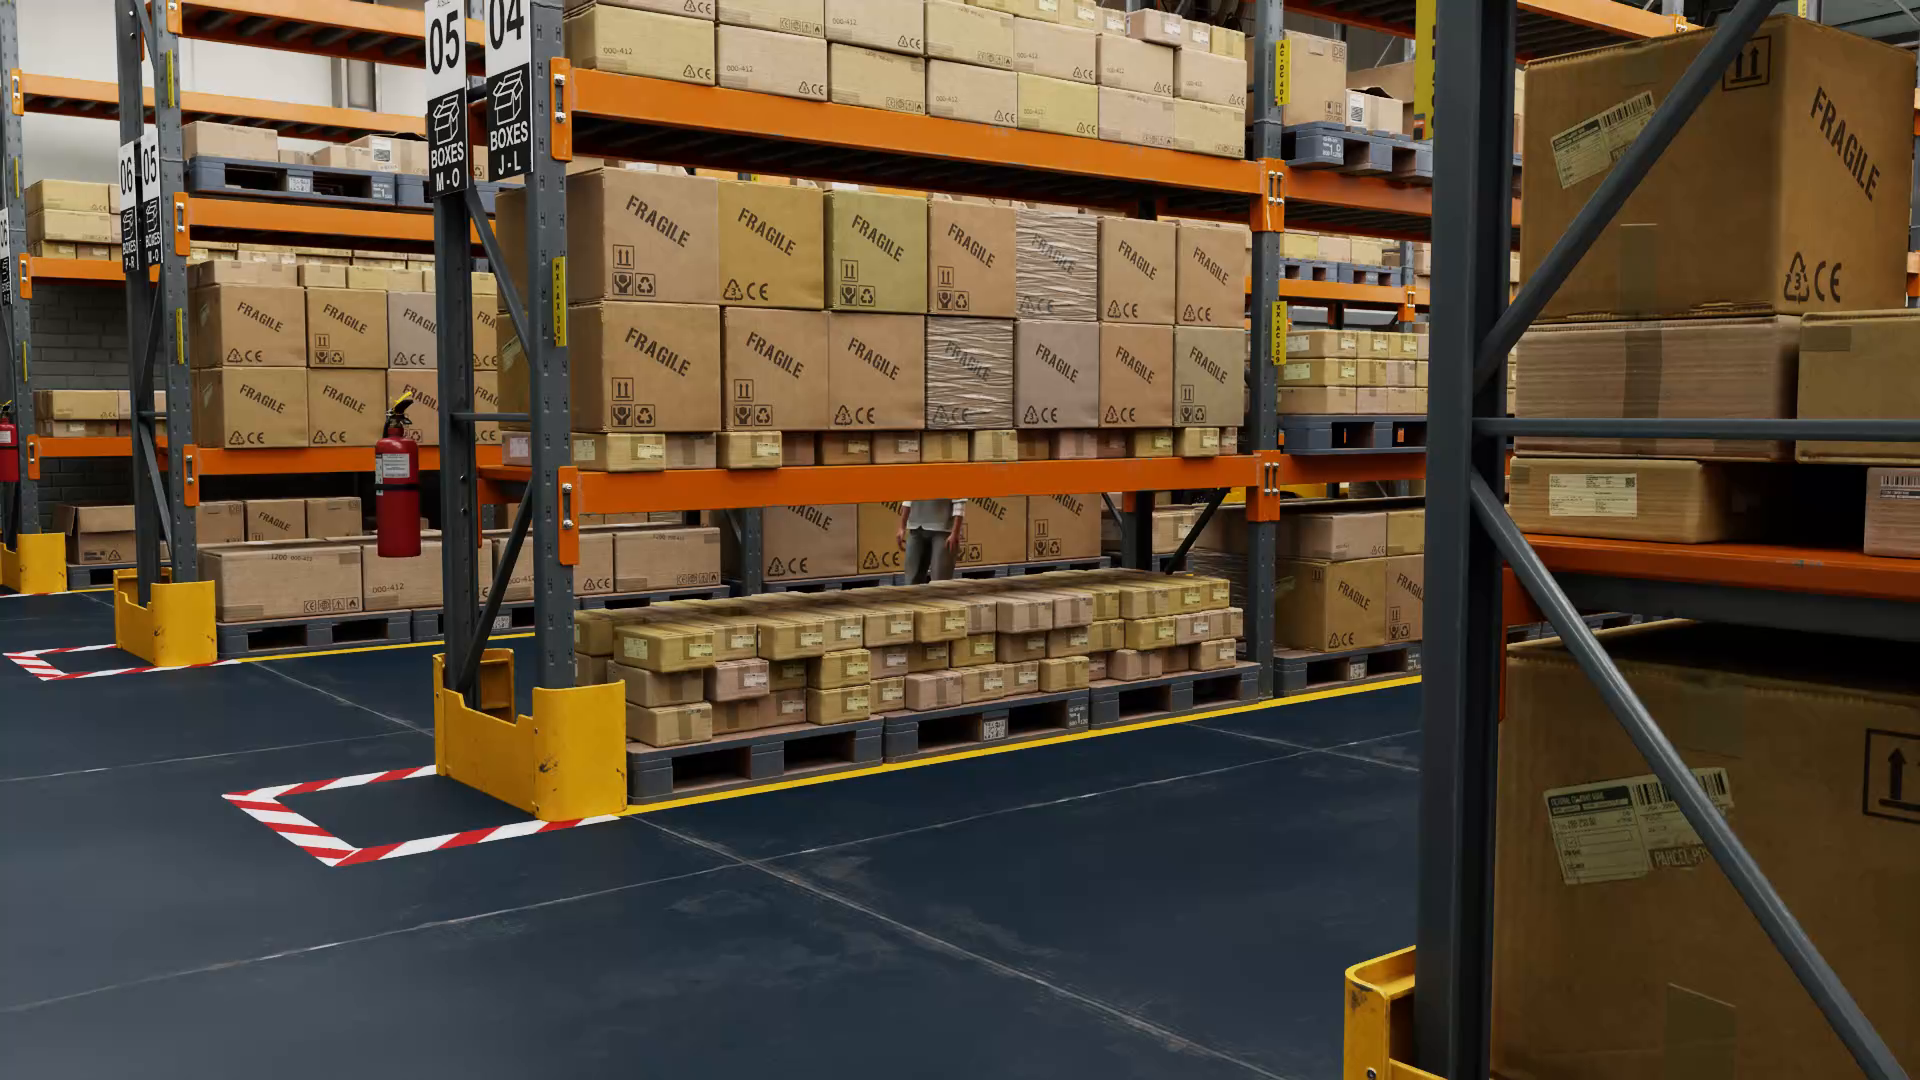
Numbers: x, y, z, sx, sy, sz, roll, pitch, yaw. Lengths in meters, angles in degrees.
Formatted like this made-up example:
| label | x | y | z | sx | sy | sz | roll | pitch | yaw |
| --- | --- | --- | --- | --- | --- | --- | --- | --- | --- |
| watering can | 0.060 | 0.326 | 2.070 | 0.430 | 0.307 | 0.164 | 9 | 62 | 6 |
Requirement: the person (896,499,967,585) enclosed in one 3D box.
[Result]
| label | x | y | z | sx | sy | sz | roll | pitch | yaw |
| --- | --- | --- | --- | --- | --- | --- | --- | --- | --- |
| person | -0.170 | -0.024 | 9.847 | 0.484 | 1.583 | 0.341 | 4 | 6 | 40 |
